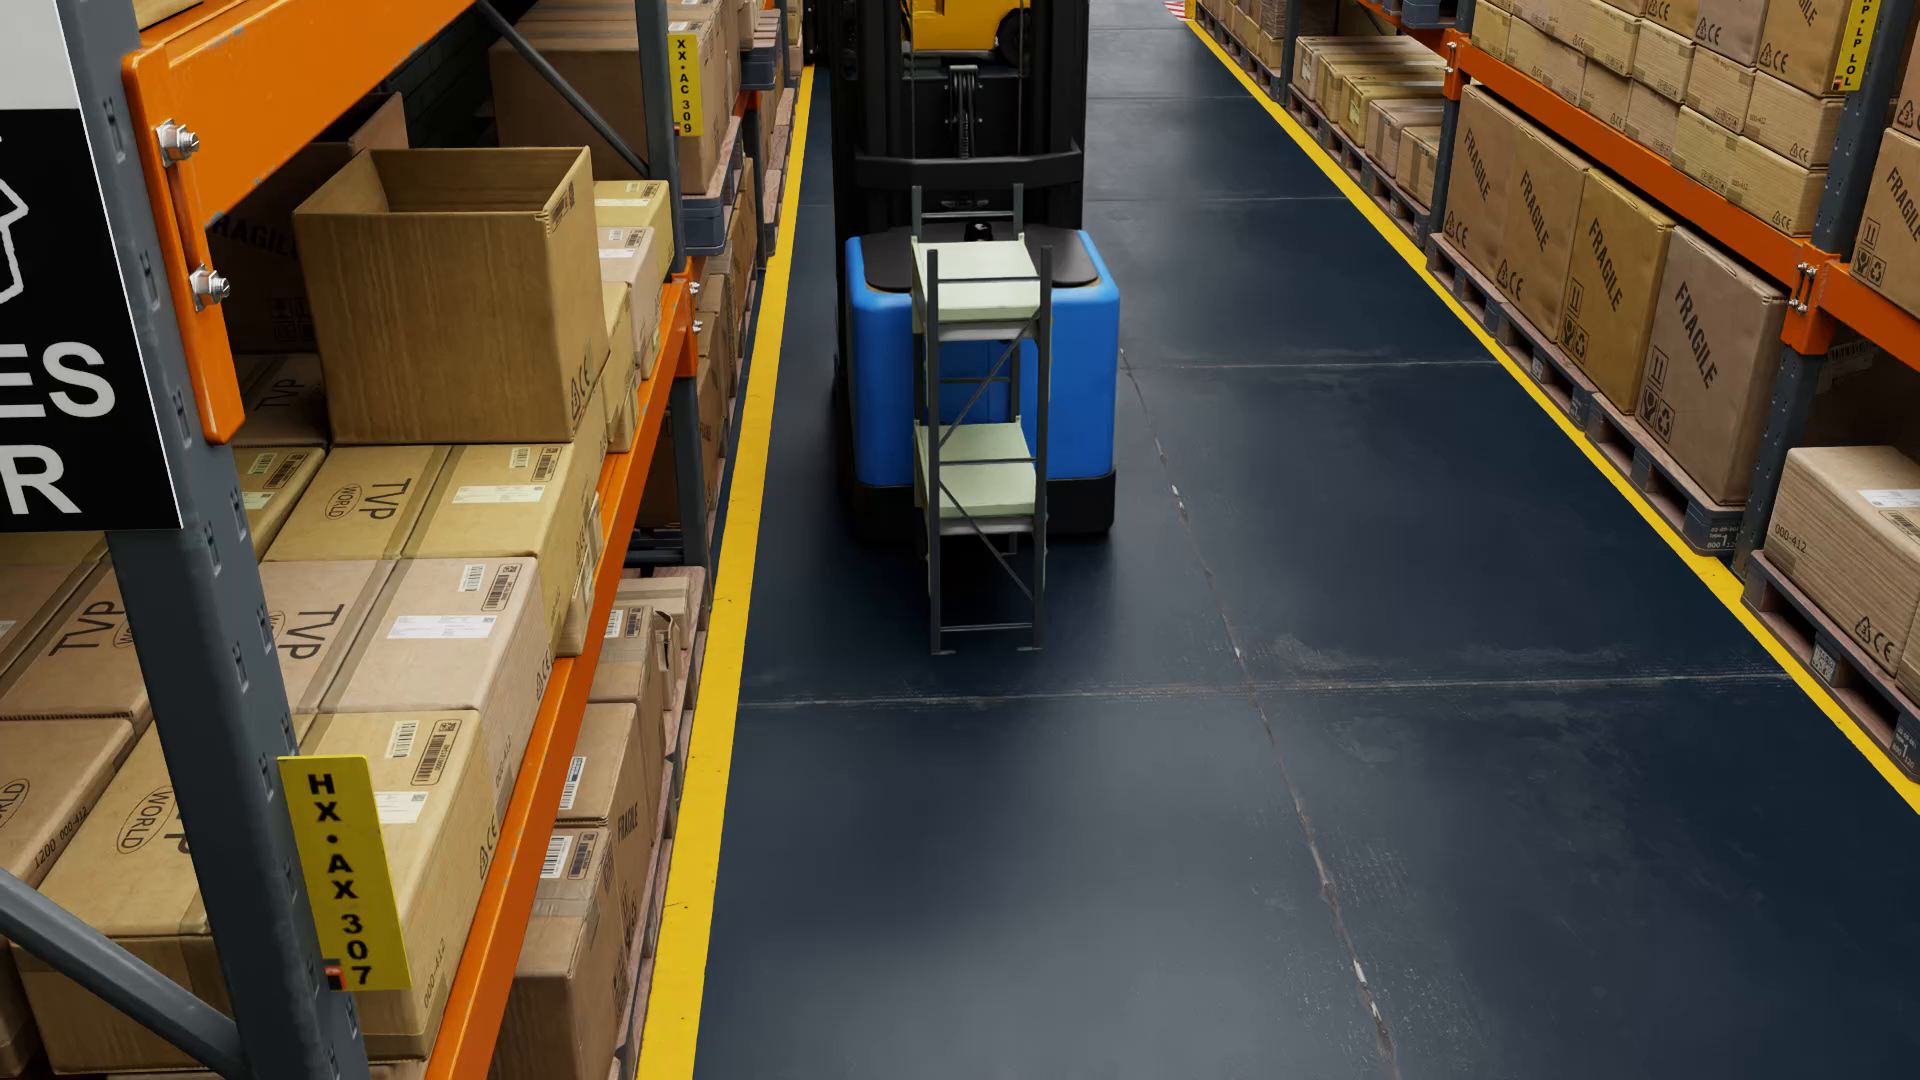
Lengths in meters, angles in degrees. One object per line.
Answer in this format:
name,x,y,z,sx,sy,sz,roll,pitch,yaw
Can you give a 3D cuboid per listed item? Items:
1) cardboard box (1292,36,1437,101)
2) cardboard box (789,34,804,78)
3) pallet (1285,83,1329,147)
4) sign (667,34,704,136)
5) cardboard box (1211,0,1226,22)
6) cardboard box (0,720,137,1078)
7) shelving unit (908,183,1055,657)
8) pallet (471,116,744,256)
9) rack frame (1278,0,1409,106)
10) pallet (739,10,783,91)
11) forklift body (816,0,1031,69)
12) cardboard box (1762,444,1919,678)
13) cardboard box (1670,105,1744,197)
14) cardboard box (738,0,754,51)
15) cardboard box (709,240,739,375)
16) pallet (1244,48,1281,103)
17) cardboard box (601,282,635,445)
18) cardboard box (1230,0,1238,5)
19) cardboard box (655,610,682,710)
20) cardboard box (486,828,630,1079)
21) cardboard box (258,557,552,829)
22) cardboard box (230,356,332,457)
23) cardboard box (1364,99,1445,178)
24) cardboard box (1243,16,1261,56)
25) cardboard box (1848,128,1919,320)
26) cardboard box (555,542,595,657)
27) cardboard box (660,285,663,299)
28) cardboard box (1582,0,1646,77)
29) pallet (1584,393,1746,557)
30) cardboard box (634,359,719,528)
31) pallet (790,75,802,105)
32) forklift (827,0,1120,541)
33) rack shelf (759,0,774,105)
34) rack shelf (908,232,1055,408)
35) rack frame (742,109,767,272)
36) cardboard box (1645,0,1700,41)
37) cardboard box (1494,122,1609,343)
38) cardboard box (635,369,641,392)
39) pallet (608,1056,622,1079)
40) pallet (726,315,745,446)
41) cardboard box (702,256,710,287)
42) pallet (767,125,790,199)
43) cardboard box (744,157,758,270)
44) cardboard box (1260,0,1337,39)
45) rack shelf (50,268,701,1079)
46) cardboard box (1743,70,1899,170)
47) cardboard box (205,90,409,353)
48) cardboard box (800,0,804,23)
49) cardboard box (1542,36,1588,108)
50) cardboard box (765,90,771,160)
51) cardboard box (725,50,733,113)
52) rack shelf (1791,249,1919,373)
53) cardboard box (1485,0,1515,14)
cardboard box,3.133,-3.670,12.930,0.950,0.372,0.625,-1,28,-2
cardboard box,-1.548,-3.968,13.633,0.500,0.250,0.500,-1,28,-2
pallet,3.146,-3.295,12.839,1.003,0.211,1.213,-1,28,-3
sign,-0.894,-1.475,5.398,0.100,0.325,0.005,-1,28,-3
cardboard box,2.680,-5.090,15.784,0.500,0.250,0.500,0,28,-1
cardboard box,-1.516,0.501,2.386,0.500,0.250,0.500,-1,28,-1
shelving unit,0.061,-0.430,5.953,0.431,1.500,0.755,-2,28,-5
pallet,-1.368,-1.361,6.324,1.003,0.211,1.213,-1,28,-3
rack frame,3.103,-4.891,12.883,1.000,3.000,0.127,-1,28,-3
pallet,-1.539,-2.525,8.556,1.213,0.211,1.003,-1,28,-3
forklift body,-0.141,-5.408,14.794,2.313,2.155,1.214,-1,28,-3
cardboard box,3.447,0.046,5.734,0.875,0.438,0.875,-2,28,-3
cardboard box,3.221,-1.566,6.671,0.500,0.250,0.500,-2,28,-3
cardboard box,-1.266,-2.562,8.127,0.500,0.250,0.500,-3,28,-5
cardboard box,-1.316,-1.097,7.859,0.500,0.500,0.500,-2,28,-4
pallet,3.033,-3.964,14.121,1.003,0.211,1.213,-1,28,-3
cardboard box,-1.112,-0.449,4.208,0.500,0.250,0.500,-2,28,-3
cardboard box,2.712,-5.174,15.135,0.500,0.500,0.500,-1,28,-2
cardboard box,-1.094,0.367,5.306,0.396,0.266,0.258,0,28,-1
cardboard box,-1.170,1.014,3.811,0.700,0.500,0.500,0,28,-1
cardboard box,-1.008,0.258,2.851,0.500,0.250,0.500,-1,28,-2
cardboard box,-1.590,-0.207,3.744,0.500,0.250,0.500,-1,28,-3
cardboard box,3.246,-2.666,11.006,0.950,0.372,0.625,-2,28,-4
cardboard box,2.766,-4.370,14.404,0.500,0.250,0.500,-2,28,-4
cardboard box,3.284,-1.017,5.349,0.500,0.500,0.500,-1,28,-1
cardboard box,-0.987,0.129,3.530,0.380,0.149,0.250,-2,28,-4
cardboard box,-1.167,-0.822,5.354,0.380,0.149,0.250,-1,28,-2
cardboard box,3.145,-2.255,7.451,0.500,0.250,0.500,-1,28,-2
pallet,3.406,-0.314,7.124,1.003,0.211,1.213,-1,28,-3
cardboard box,-1.236,-0.381,6.486,0.500,0.500,0.500,0,28,0
pallet,-1.853,-3.901,14.001,1.003,0.211,1.213,-1,28,-3
forklift,-0.031,-1.944,7.309,1.130,2.935,3.031,-2,28,-5
rack shelf,-1.749,-3.526,11.046,1.077,0.370,4.000,-1,28,-3
rack shelf,0.061,-0.776,5.772,0.431,0.370,0.720,-2,28,-5
rack frame,-1.644,-2.922,9.108,1.000,3.000,0.127,-1,28,-3
cardboard box,3.206,-2.357,6.837,0.500,0.500,0.500,-1,28,-1
cardboard box,3.308,-1.555,8.330,0.875,0.875,0.875,-1,28,-2
cardboard box,-1.107,-0.461,4.662,0.380,0.149,0.250,-1,28,-1
pallet,-1.273,1.606,3.443,1.003,0.211,1.213,-1,28,-3
pallet,-1.582,-0.778,8.013,1.003,0.211,1.213,-1,28,-3
cardboard box,-1.319,-1.214,7.381,0.380,0.149,0.250,0,28,-1
pallet,-1.709,-2.629,11.562,1.003,0.211,1.213,-1,28,-3
cardboard box,-1.408,-1.810,9.225,0.500,0.500,0.500,-1,28,-1
cardboard box,2.805,-4.457,13.760,0.500,0.500,0.500,-2,28,-3
rack shelf,-1.331,0.168,3.962,1.077,0.370,4.000,-1,28,-3
cardboard box,3.255,-1.549,6.098,0.500,0.250,0.500,-1,28,-3
cardboard box,-1.623,-0.778,4.028,0.500,0.500,0.500,-2,28,-4
cardboard box,-1.613,-4.654,14.407,0.500,0.250,0.500,-2,28,-3
cardboard box,3.153,-2.266,8.013,0.500,0.250,0.500,0,28,-1
cardboard box,-1.741,-2.956,11.288,0.875,0.625,0.625,-2,28,-5
cardboard box,-1.125,-1.852,6.749,0.396,0.266,0.258,0,28,0
rack shelf,3.626,0.046,4.195,1.077,0.370,4.000,-1,28,-3
cardboard box,3.092,-2.959,8.801,0.500,0.250,0.500,-2,28,-3
